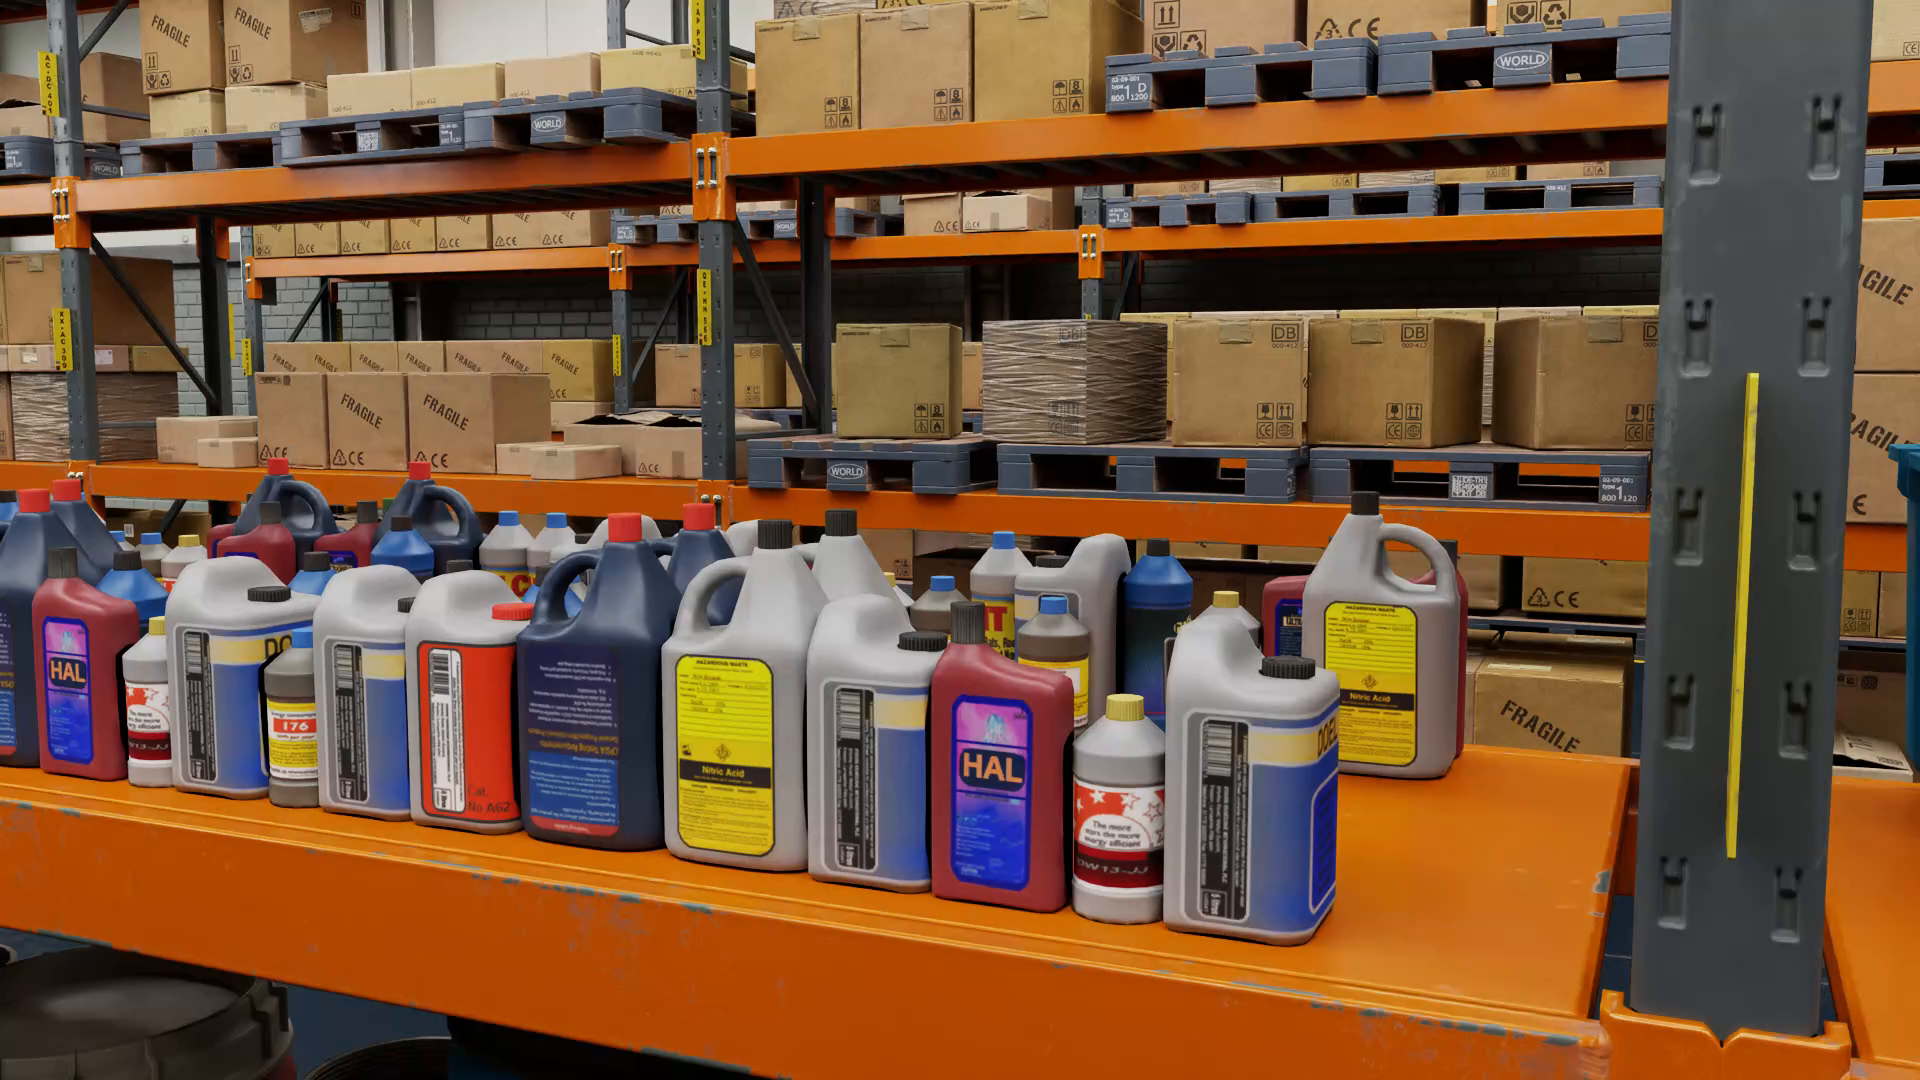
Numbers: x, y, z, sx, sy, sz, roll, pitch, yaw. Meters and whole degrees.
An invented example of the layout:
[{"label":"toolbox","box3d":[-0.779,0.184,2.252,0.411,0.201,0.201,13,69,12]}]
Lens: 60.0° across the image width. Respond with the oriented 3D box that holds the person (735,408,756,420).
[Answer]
[{"label":"person","box3d":[-1.289,0.029,9.735,0.306,1.592,0.407,3,6,25]}]
